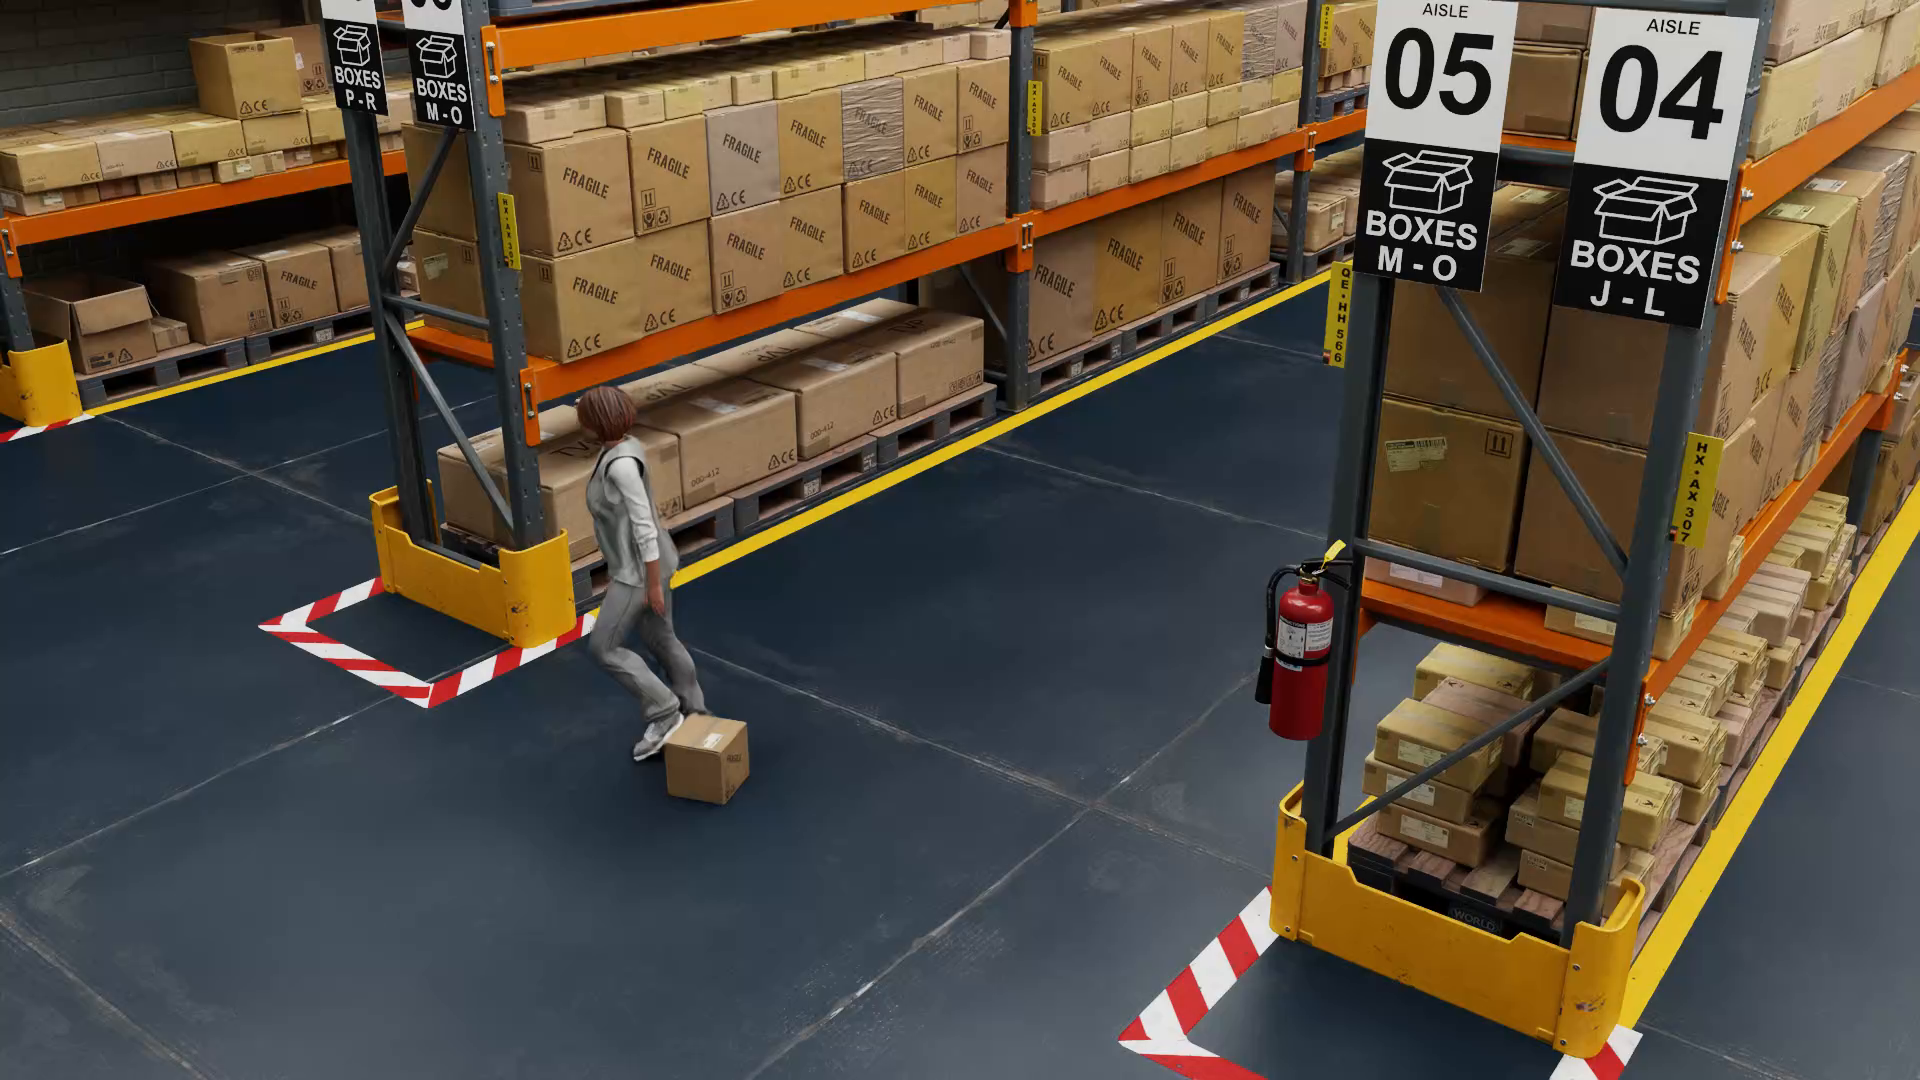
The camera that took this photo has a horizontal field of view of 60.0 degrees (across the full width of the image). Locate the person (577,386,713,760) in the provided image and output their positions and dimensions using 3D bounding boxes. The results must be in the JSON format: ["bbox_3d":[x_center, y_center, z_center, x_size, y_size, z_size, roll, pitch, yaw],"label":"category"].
[{"bbox_3d":[-1.287,0.128,6.782,0.475,1.580,0.442,-2,24,-5],"label":"person"}]
